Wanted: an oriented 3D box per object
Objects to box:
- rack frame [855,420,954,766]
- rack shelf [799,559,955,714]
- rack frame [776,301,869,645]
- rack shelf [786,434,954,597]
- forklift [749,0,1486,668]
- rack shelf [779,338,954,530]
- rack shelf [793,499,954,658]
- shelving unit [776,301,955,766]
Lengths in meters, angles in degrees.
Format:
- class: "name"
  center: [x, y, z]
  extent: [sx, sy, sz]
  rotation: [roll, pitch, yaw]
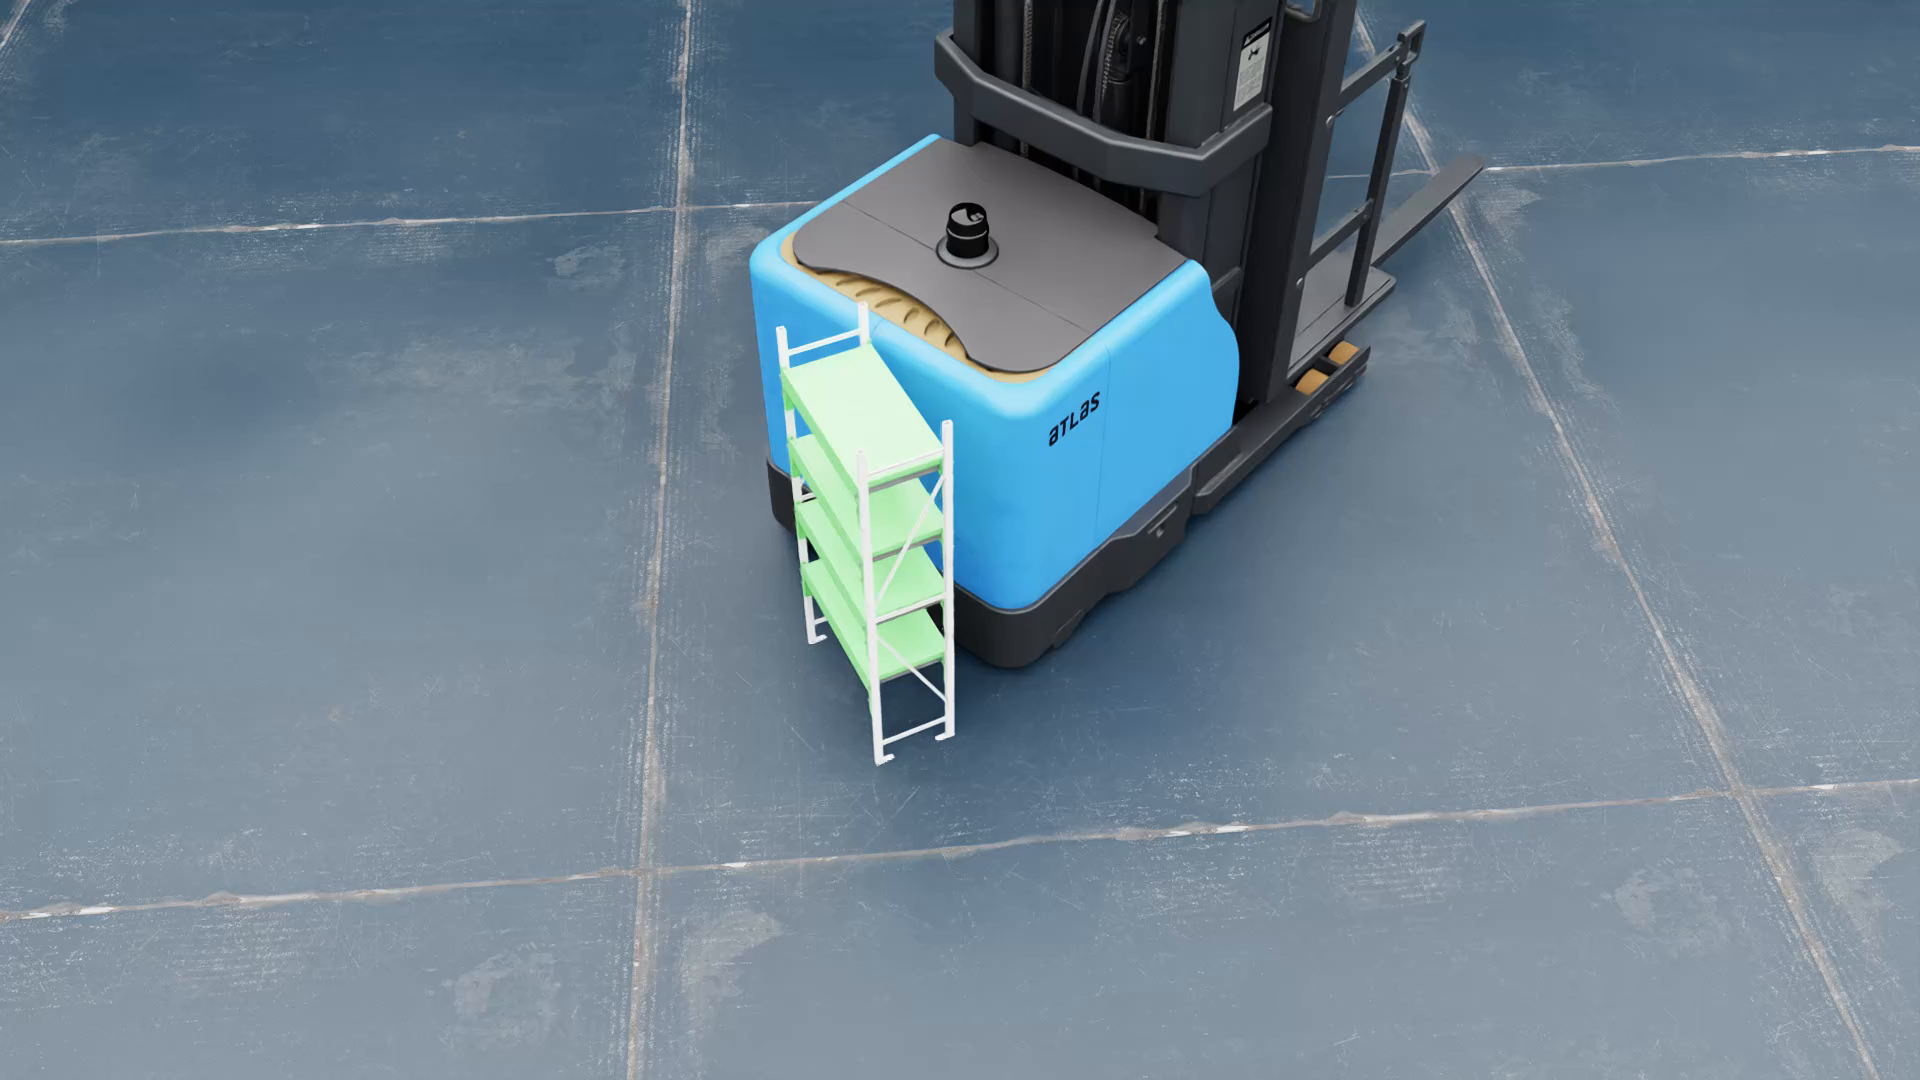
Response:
- class: "rack frame"
  center: [-0.128, 0.176, 4.257]
  extent: [0.240, 1.200, 0.015]
  rotation: [-20, 50, -18]
- class: "rack shelf"
  center: [-0.235, 0.226, 4.628]
  extent: [0.258, 0.148, 0.480]
  rotation: [-20, 50, -18]
- class: "rack frame"
  center: [-0.342, -0.143, 4.559]
  extent: [0.240, 1.200, 0.015]
  rotation: [-20, 50, -18]
- class: "rack shelf"
  center: [-0.235, -0.104, 4.280]
  extent: [0.258, 0.148, 0.480]
  rotation: [-20, 50, -18]
- class: "forklift"
  center: [0.753, -1.636, 4.781]
  extent: [1.130, 2.935, 3.031]
  rotation: [32, 54, 27]
- class: "rack shelf"
  center: [-0.235, -0.269, 4.106]
  extent: [0.258, 0.148, 0.480]
  rotation: [-20, 50, -18]
- class: "rack shelf"
  center: [-0.235, 0.061, 4.454]
  extent: [0.258, 0.148, 0.480]
  rotation: [-20, 50, -18]
- class: "shelving unit"
  center: [-0.235, 0.017, 4.408]
  extent: [0.258, 1.200, 0.503]
  rotation: [-20, 50, -18]
